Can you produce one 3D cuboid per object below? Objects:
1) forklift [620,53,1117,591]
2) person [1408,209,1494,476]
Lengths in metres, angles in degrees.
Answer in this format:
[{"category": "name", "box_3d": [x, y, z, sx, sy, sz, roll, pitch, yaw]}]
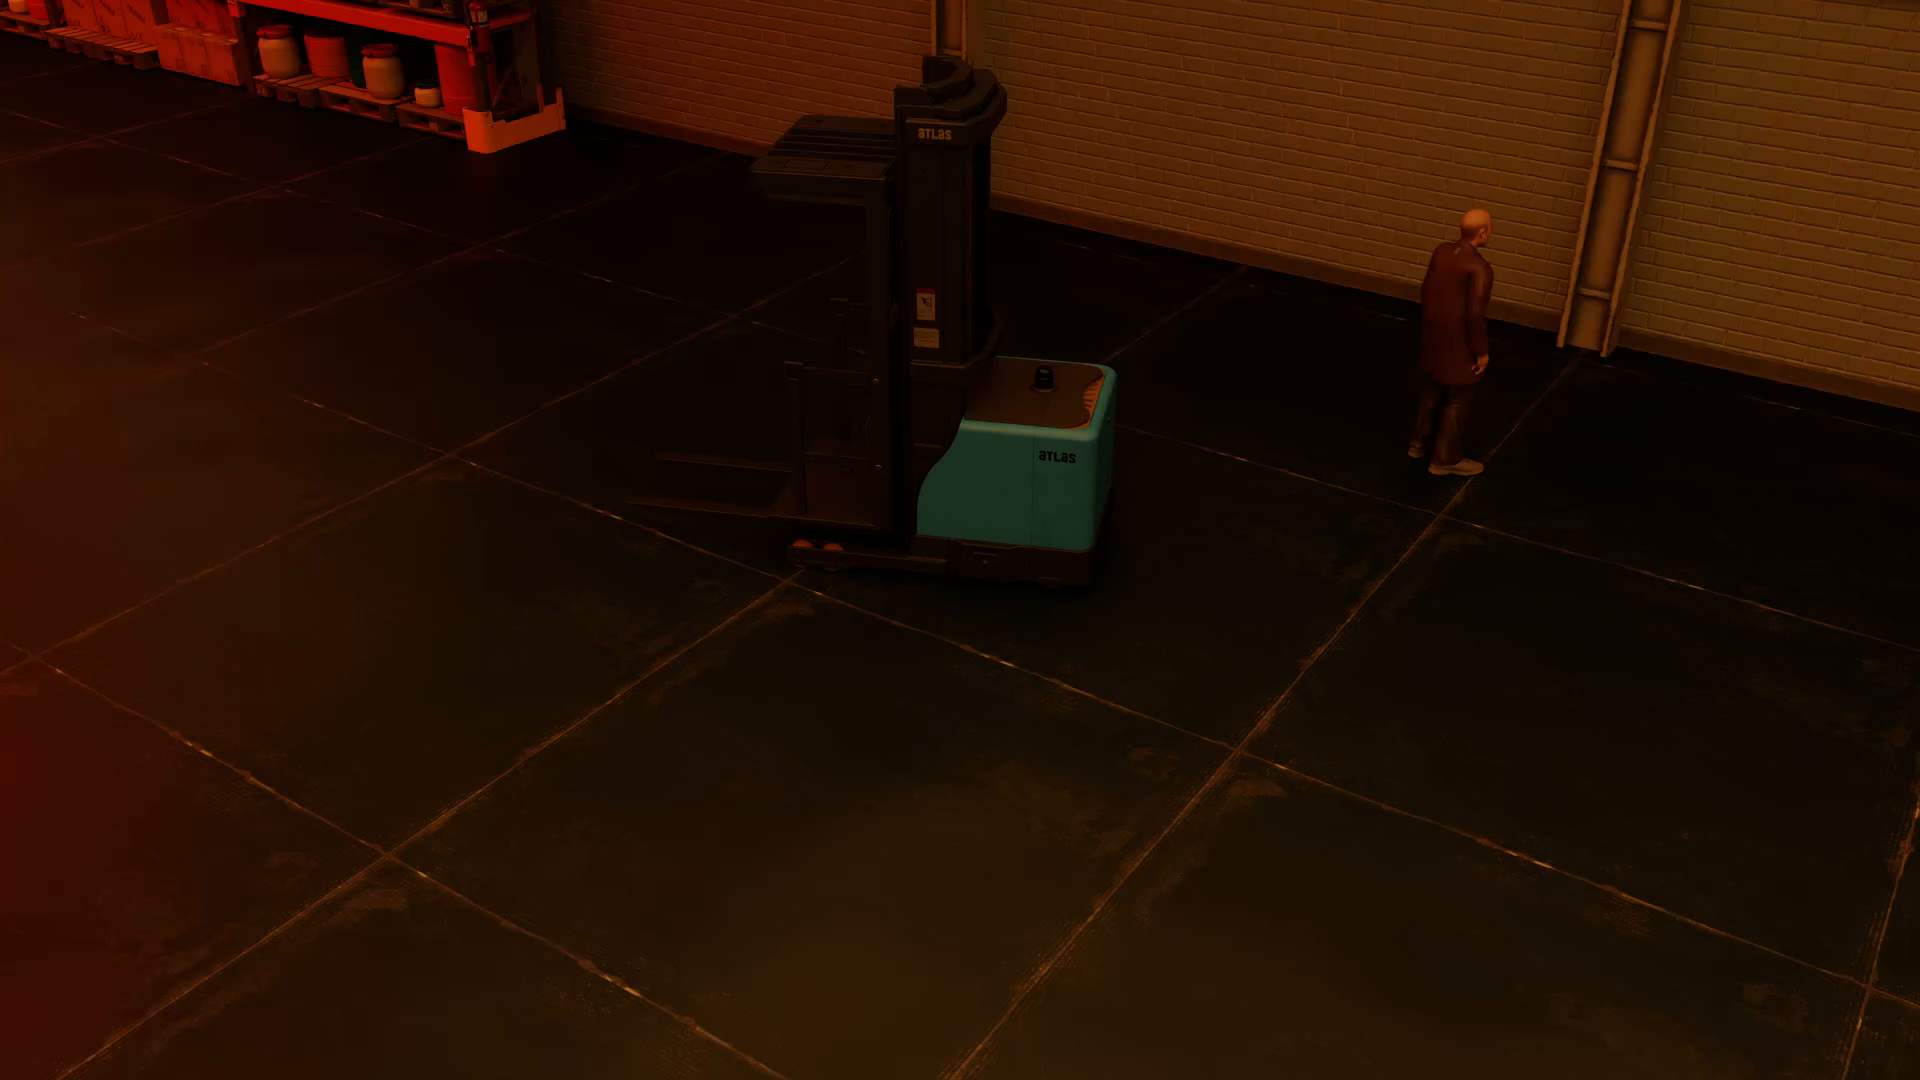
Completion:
[{"category": "forklift", "box_3d": [-0.596, -1.330, 9.871, 3.031, 2.935, 1.130, 6, 31, 10]}, {"category": "person", "box_3d": [3.273, -1.322, 11.010, 0.436, 1.772, 0.649, -11, 32, -18]}]
